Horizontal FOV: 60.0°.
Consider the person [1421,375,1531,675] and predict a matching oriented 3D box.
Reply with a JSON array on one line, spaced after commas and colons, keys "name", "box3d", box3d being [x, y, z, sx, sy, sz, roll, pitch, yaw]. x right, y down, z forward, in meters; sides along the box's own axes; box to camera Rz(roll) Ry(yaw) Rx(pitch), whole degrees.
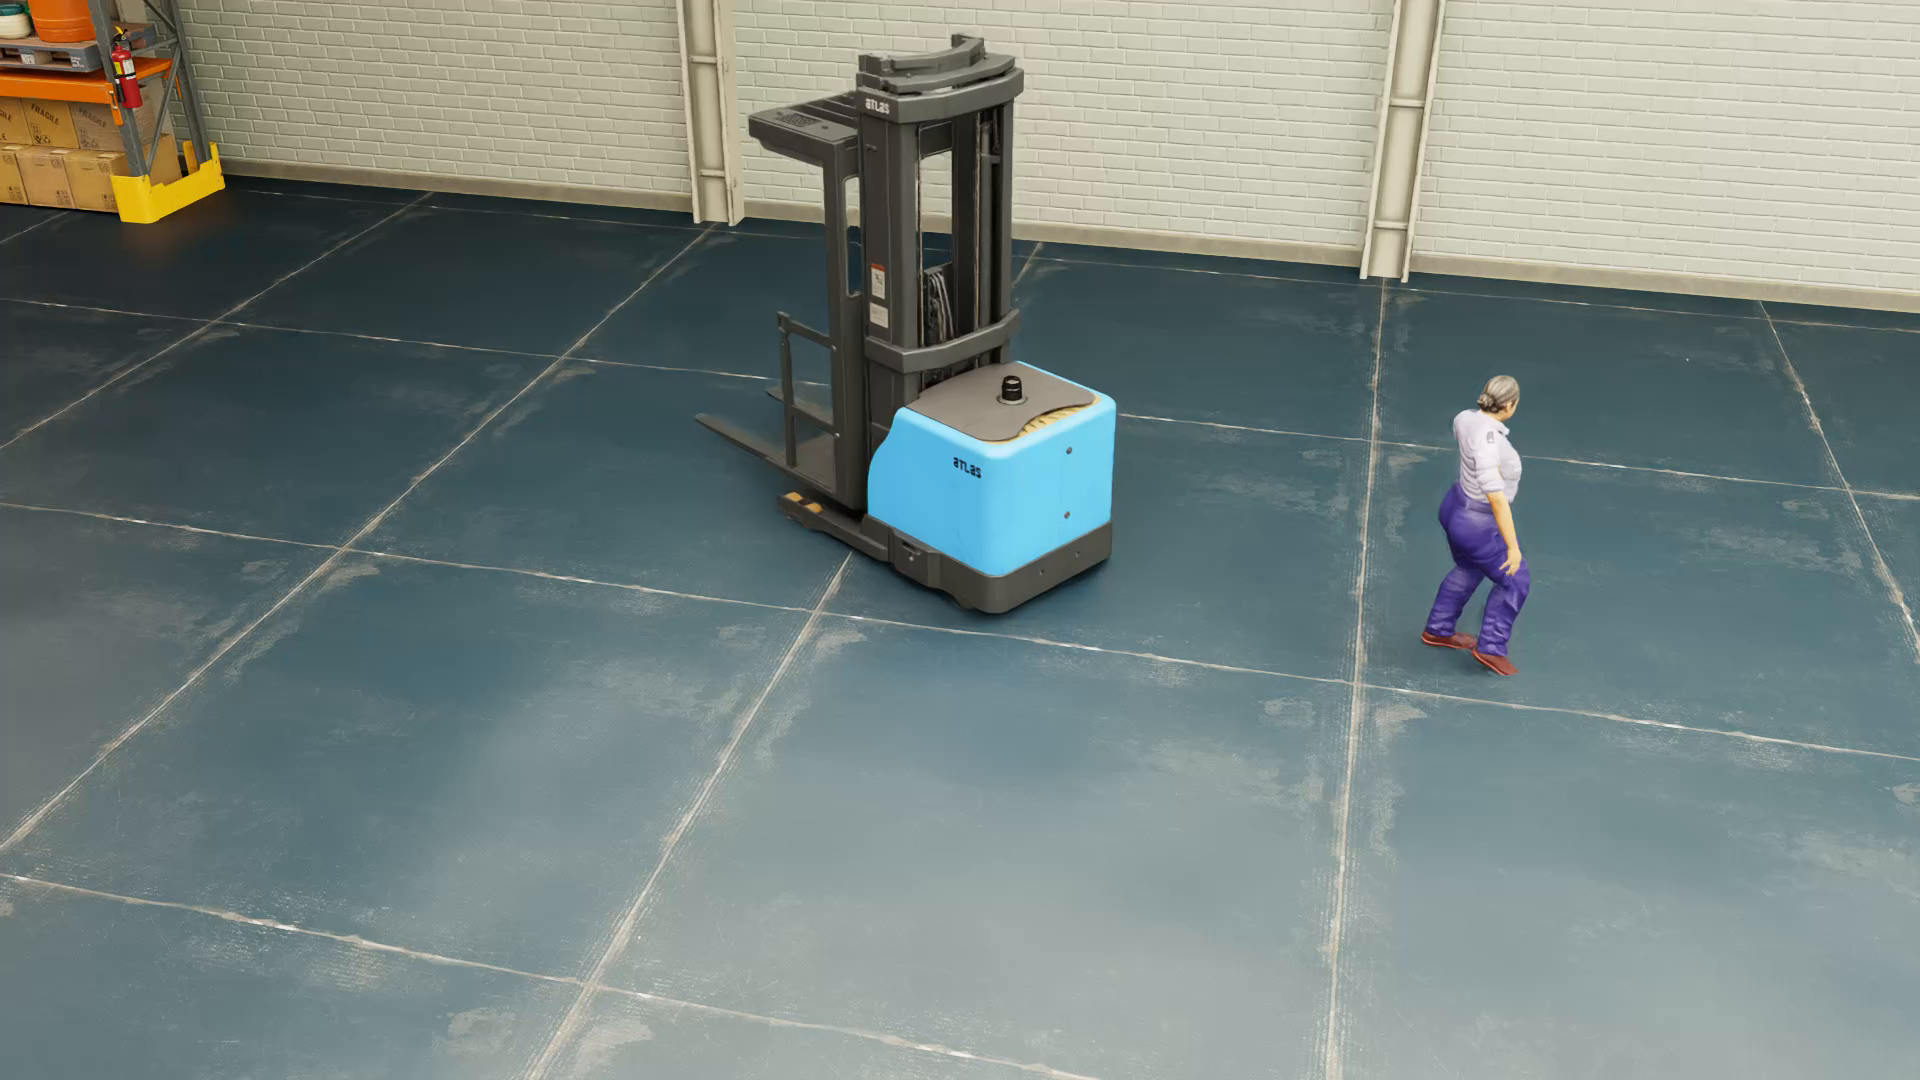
[{"name": "person", "box3d": [2.768, -0.076, 8.692, 0.491, 1.680, 0.880, 0, 30, 1]}]

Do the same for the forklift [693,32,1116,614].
[{"name": "forklift", "box3d": [-0.494, -1.494, 9.806, 1.130, 2.935, 3.031, -26, 38, -38]}]
